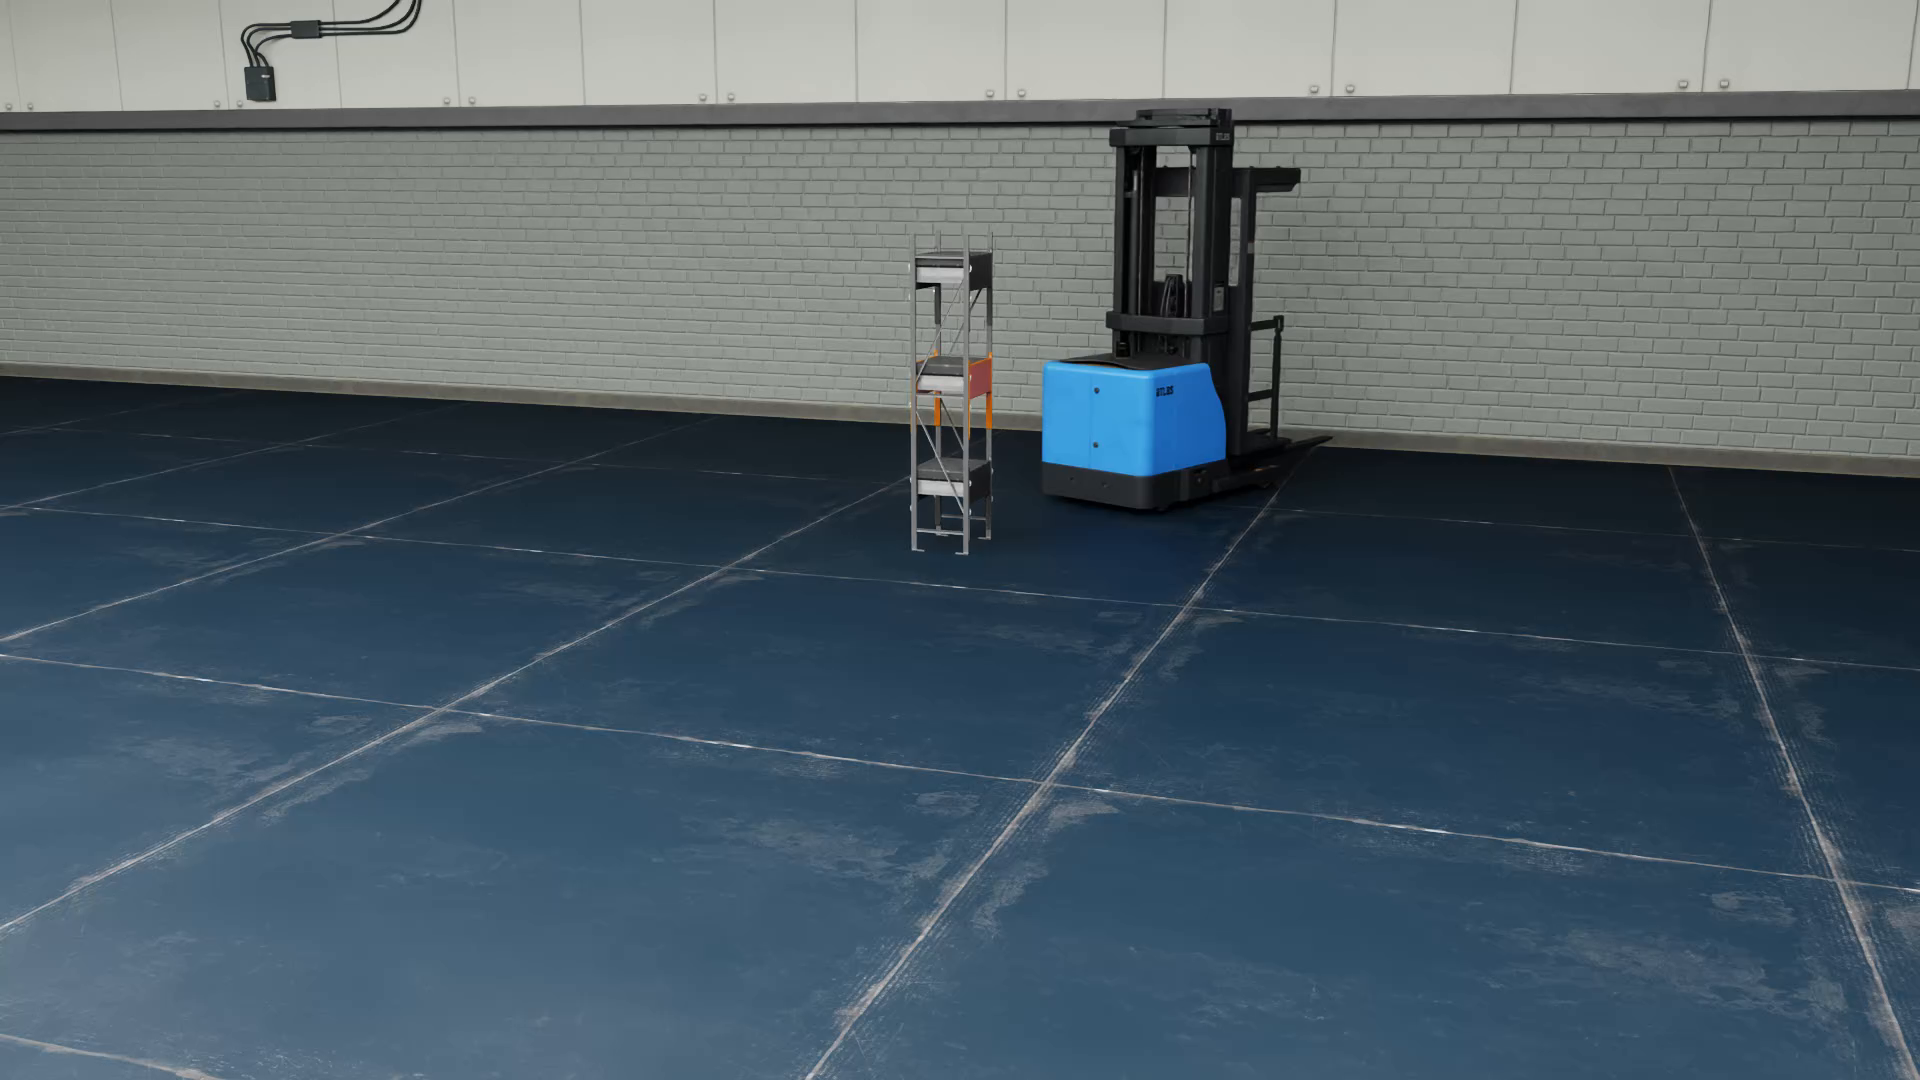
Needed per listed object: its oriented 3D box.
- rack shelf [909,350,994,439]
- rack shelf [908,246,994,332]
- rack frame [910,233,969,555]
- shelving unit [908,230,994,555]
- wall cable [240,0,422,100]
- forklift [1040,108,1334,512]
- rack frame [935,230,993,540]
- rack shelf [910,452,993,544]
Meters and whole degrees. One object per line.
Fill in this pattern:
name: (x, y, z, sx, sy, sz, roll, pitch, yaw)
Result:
rack shelf: (-0.054, -0.976, 11.105, 0.431, 0.518, 0.480, 4, 14, 18)
rack shelf: (-0.054, -1.658, 10.949, 0.431, 0.518, 0.480, 4, 14, 18)
rack frame: (-0.133, -0.937, 10.876, 0.400, 2.100, 0.015, 4, 14, 18)
shelving unit: (-0.054, -0.989, 11.102, 0.431, 2.100, 0.503, 4, 14, 18)
wall cable: (-6.690, -7.657, 17.170, 2.305, 6.003, 0.169, 4, 14, 18)
forklift: (1.974, -1.903, 13.241, 1.130, 2.935, 3.031, 11, 17, 41)
rack frame: (0.025, -1.040, 11.327, 0.400, 2.100, 0.015, 4, 14, 18)
rack shelf: (-0.054, -0.293, 11.260, 0.431, 0.518, 0.480, 4, 14, 18)
